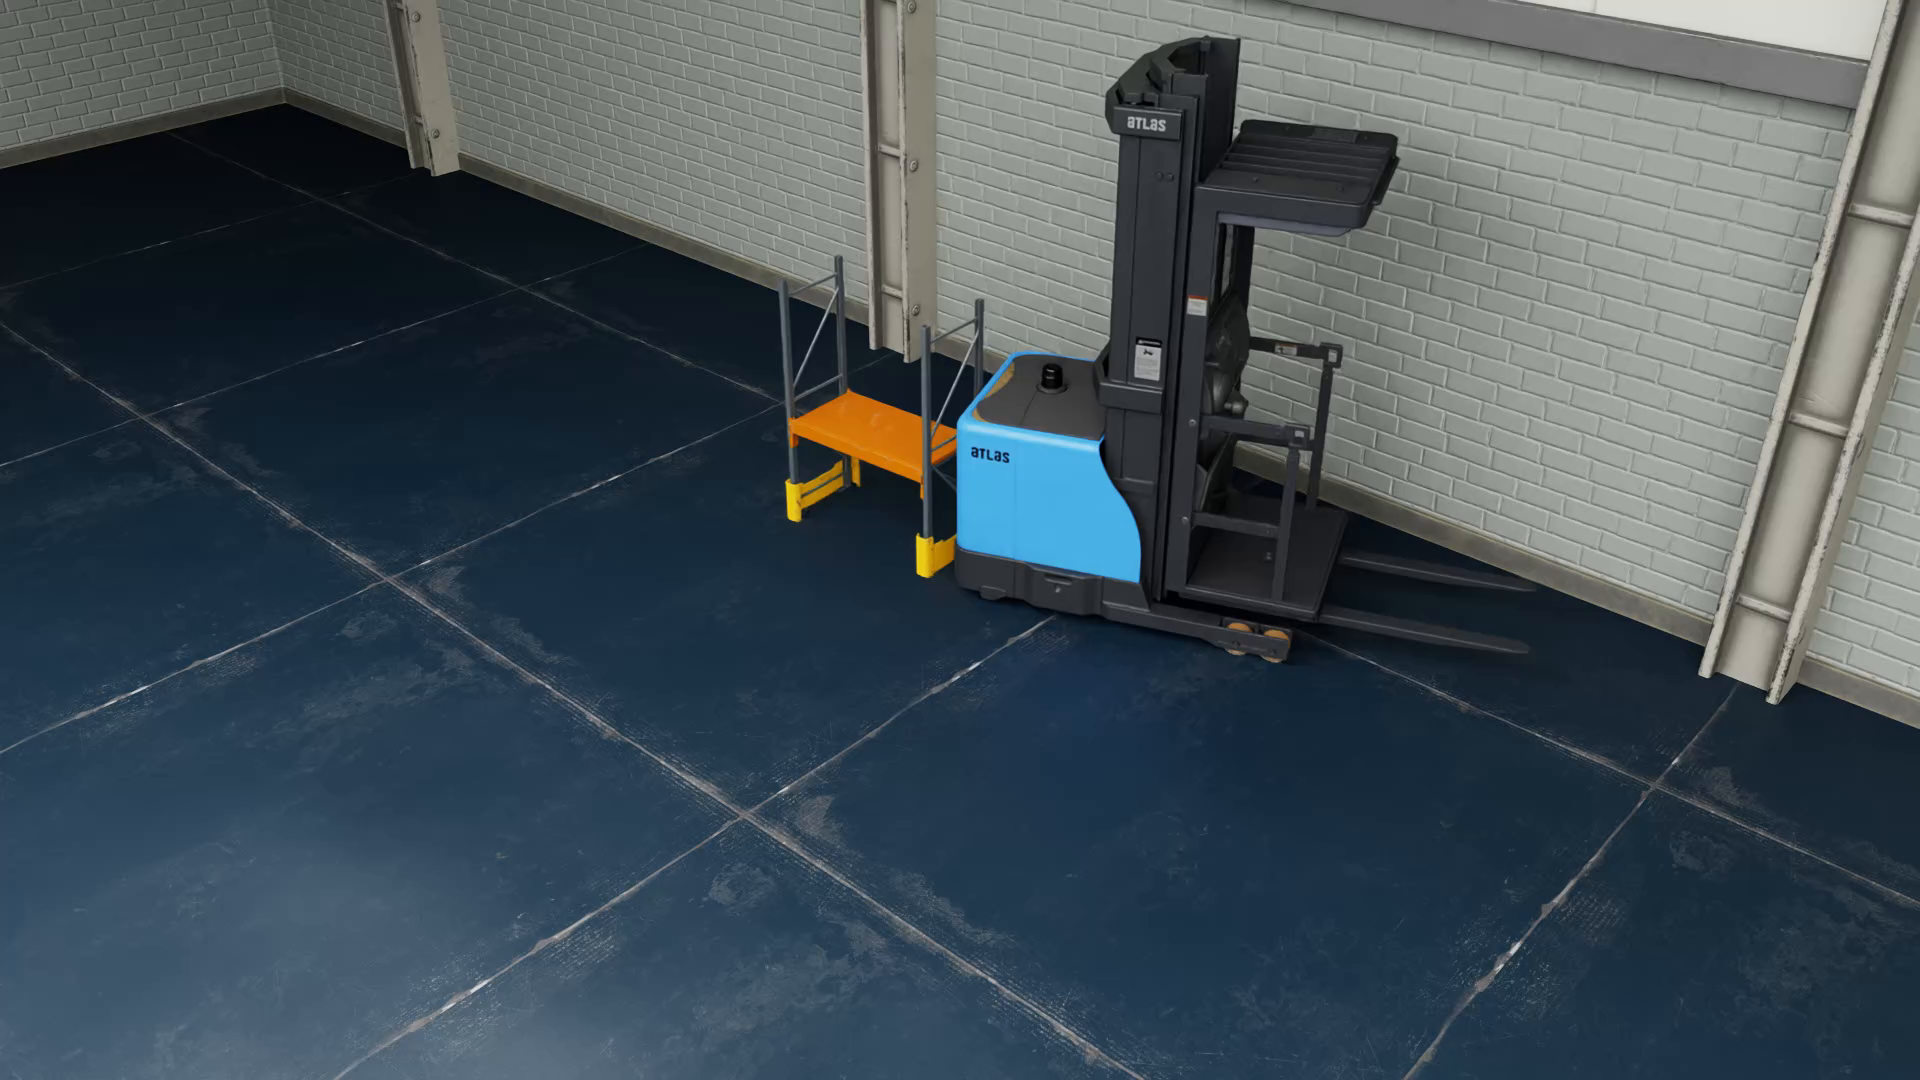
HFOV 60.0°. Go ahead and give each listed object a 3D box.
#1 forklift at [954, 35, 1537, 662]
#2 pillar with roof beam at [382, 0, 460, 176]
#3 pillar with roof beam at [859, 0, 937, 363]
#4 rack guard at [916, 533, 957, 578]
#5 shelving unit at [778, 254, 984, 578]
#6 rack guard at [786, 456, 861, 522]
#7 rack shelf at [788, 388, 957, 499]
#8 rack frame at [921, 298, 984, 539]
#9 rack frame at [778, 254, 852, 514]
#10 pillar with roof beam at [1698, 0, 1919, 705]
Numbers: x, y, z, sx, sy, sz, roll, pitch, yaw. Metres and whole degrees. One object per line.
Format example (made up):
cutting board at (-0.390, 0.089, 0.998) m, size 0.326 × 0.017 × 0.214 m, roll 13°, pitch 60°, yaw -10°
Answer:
forklift at (1.540, -0.931, 8.399) m, size 3.031 × 2.935 × 1.130 m, roll 11°, pitch 33°, yaw 17°
pillar with roof beam at (-7.744, -5.662, 10.375) m, size 0.400 × 9.000 × 9.100 m, roll 25°, pitch 39°, yaw 35°
pillar with roof beam at (-3.295, -3.586, 6.926) m, size 0.400 × 9.000 × 9.100 m, roll 25°, pitch 39°, yaw 35°
rack guard at (-0.039, -0.023, 9.490) m, size 0.087 × 0.250 × 0.587 m, roll 22°, pitch 38°, yaw 32°
shelving unit at (-0.429, -0.718, 9.432) m, size 1.083 × 1.500 × 0.587 m, roll 22°, pitch 38°, yaw 32°
rack guard at (-0.820, -0.342, 10.020) m, size 0.087 × 0.250 × 0.587 m, roll 22°, pitch 38°, yaw 32°
rack shelf at (-0.436, -0.566, 9.530) m, size 1.000 × 0.185 × 0.538 m, roll 22°, pitch 38°, yaw 32°
rack frame at (-0.038, -0.558, 9.167) m, size 0.032 × 1.500 × 0.500 m, roll 22°, pitch 38°, yaw 32°
rack frame at (-0.835, -0.883, 9.708) m, size 0.032 × 1.500 × 0.500 m, roll 22°, pitch 38°, yaw 32°
pillar with roof beam at (1.153, -1.509, 3.477) m, size 0.400 × 9.000 × 9.100 m, roll 25°, pitch 39°, yaw 35°
